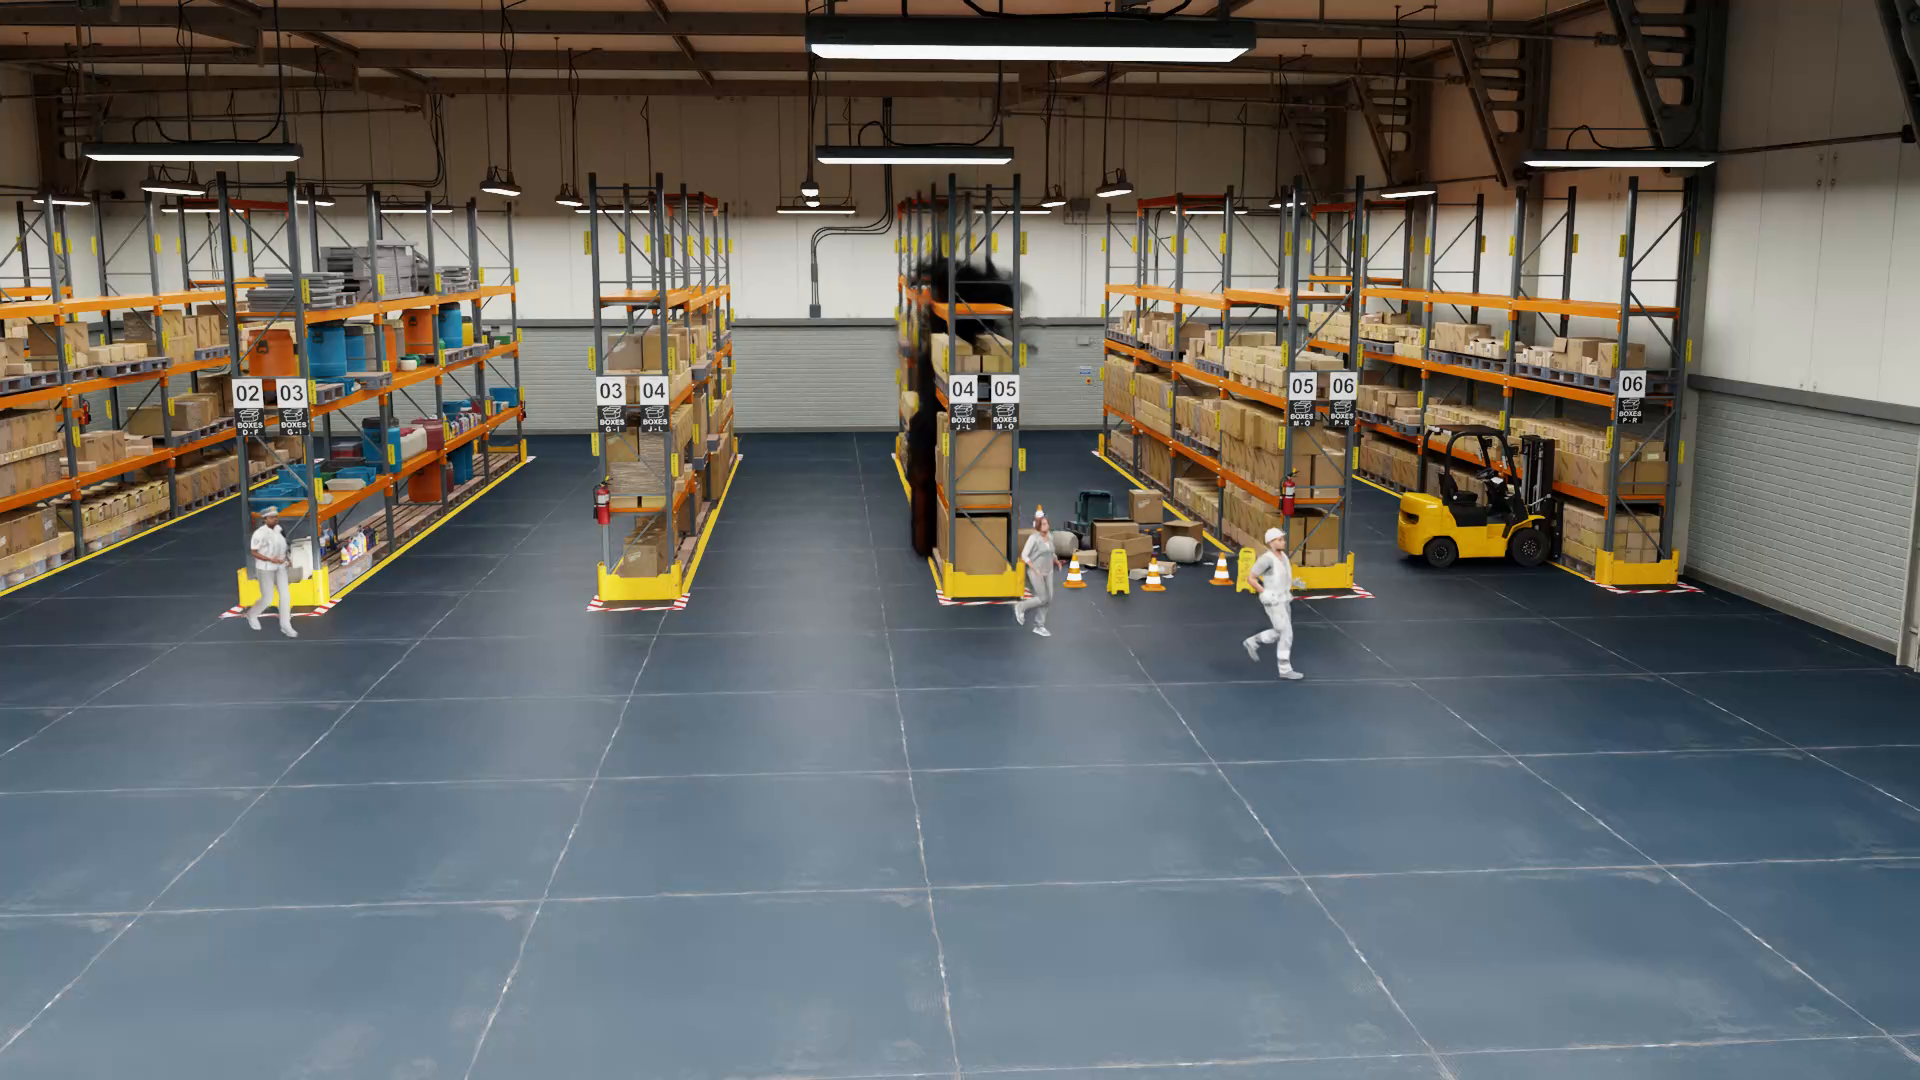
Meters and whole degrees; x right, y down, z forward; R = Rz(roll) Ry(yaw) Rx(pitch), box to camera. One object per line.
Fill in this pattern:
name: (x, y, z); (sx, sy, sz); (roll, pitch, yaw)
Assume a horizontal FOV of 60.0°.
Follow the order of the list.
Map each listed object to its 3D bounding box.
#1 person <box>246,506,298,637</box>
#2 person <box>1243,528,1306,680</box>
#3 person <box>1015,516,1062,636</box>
person: (-8.973, 0.394, 21.649); (0.810, 1.705, 0.599); (5, 11, 28)
person: (3.677, 0.732, 19.510); (0.856, 1.759, 0.668); (8, 13, 38)
person: (1.039, 0.455, 21.702); (0.532, 1.572, 0.586); (-9, 14, -42)
